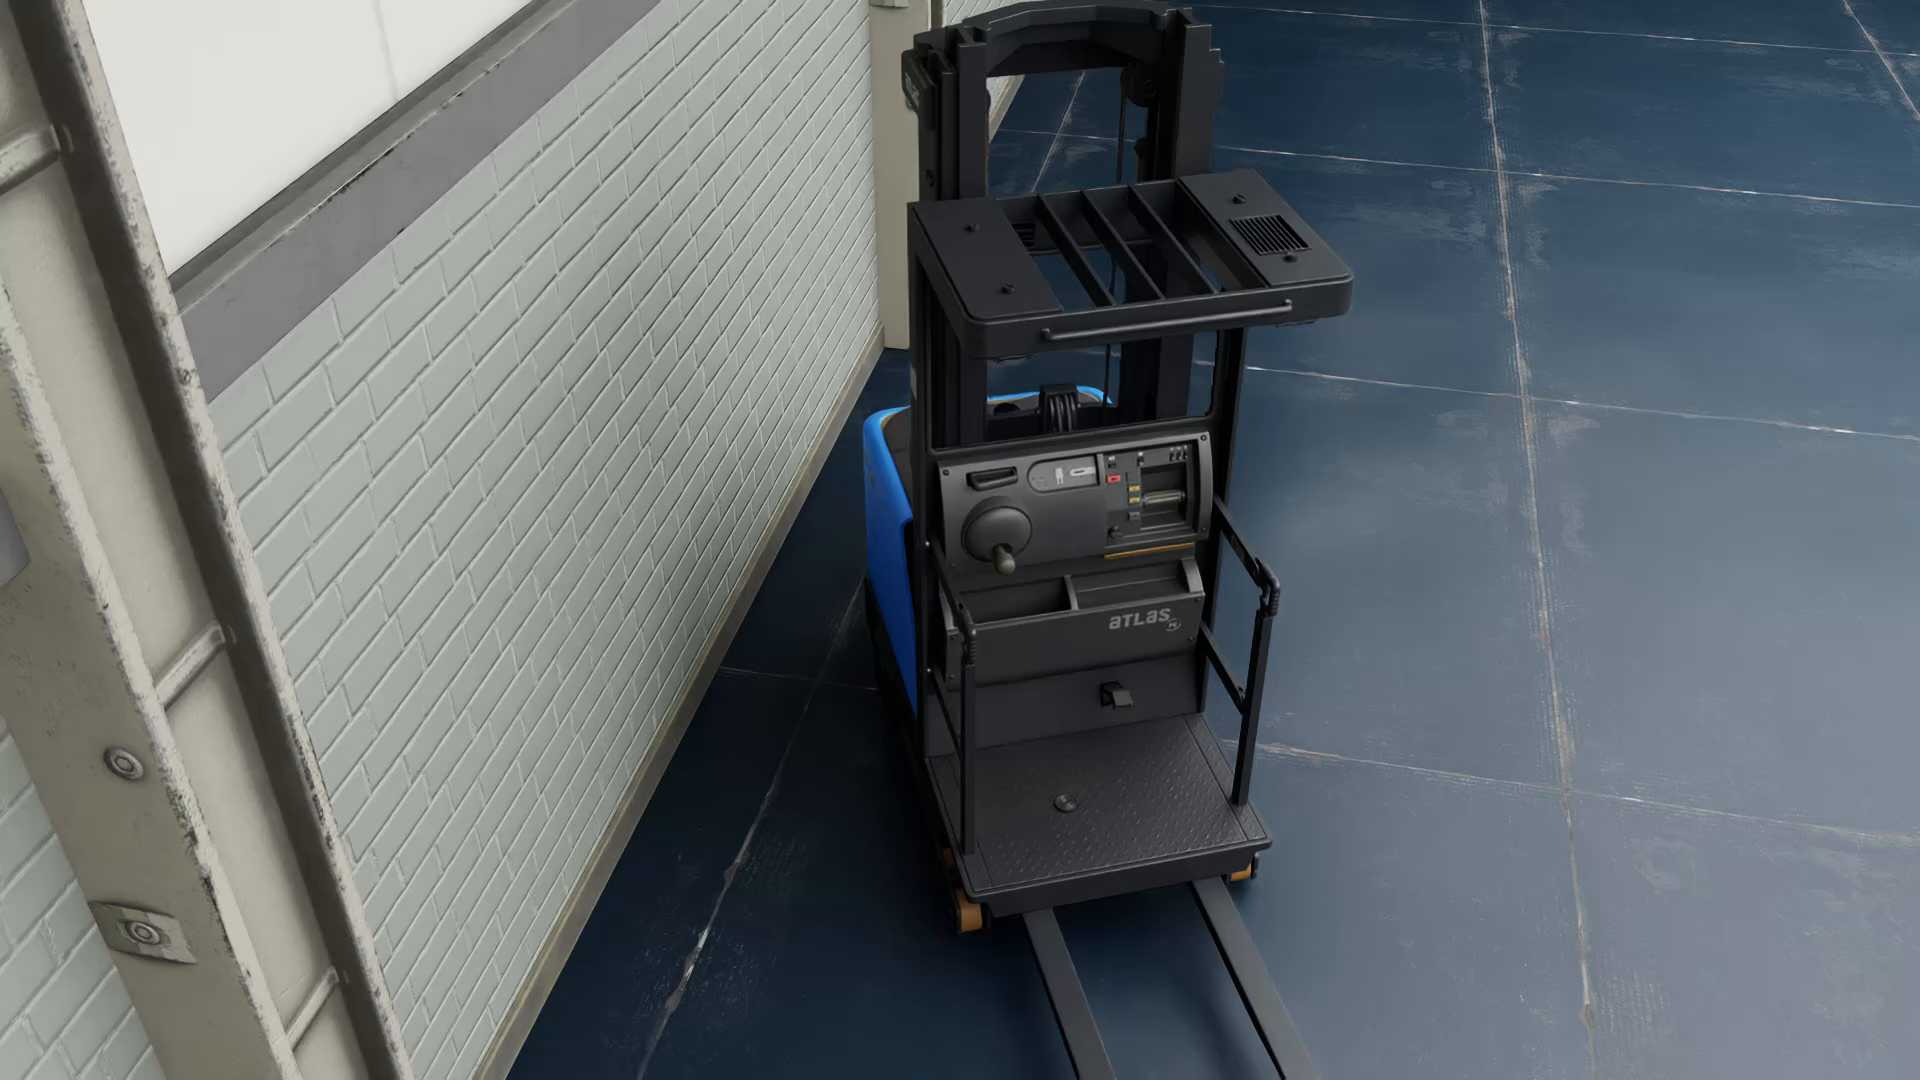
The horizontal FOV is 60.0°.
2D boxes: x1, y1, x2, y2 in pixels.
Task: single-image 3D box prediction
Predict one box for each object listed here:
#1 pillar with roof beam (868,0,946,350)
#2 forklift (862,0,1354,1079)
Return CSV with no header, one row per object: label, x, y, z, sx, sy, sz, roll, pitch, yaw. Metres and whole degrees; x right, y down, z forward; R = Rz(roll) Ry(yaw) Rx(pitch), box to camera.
pillar with roof beam,3.944,-4.275,5.980,9.100,9.000,0.400,7,37,10
forklift,0.442,-0.060,5.335,1.130,2.935,3.031,-8,37,-11
